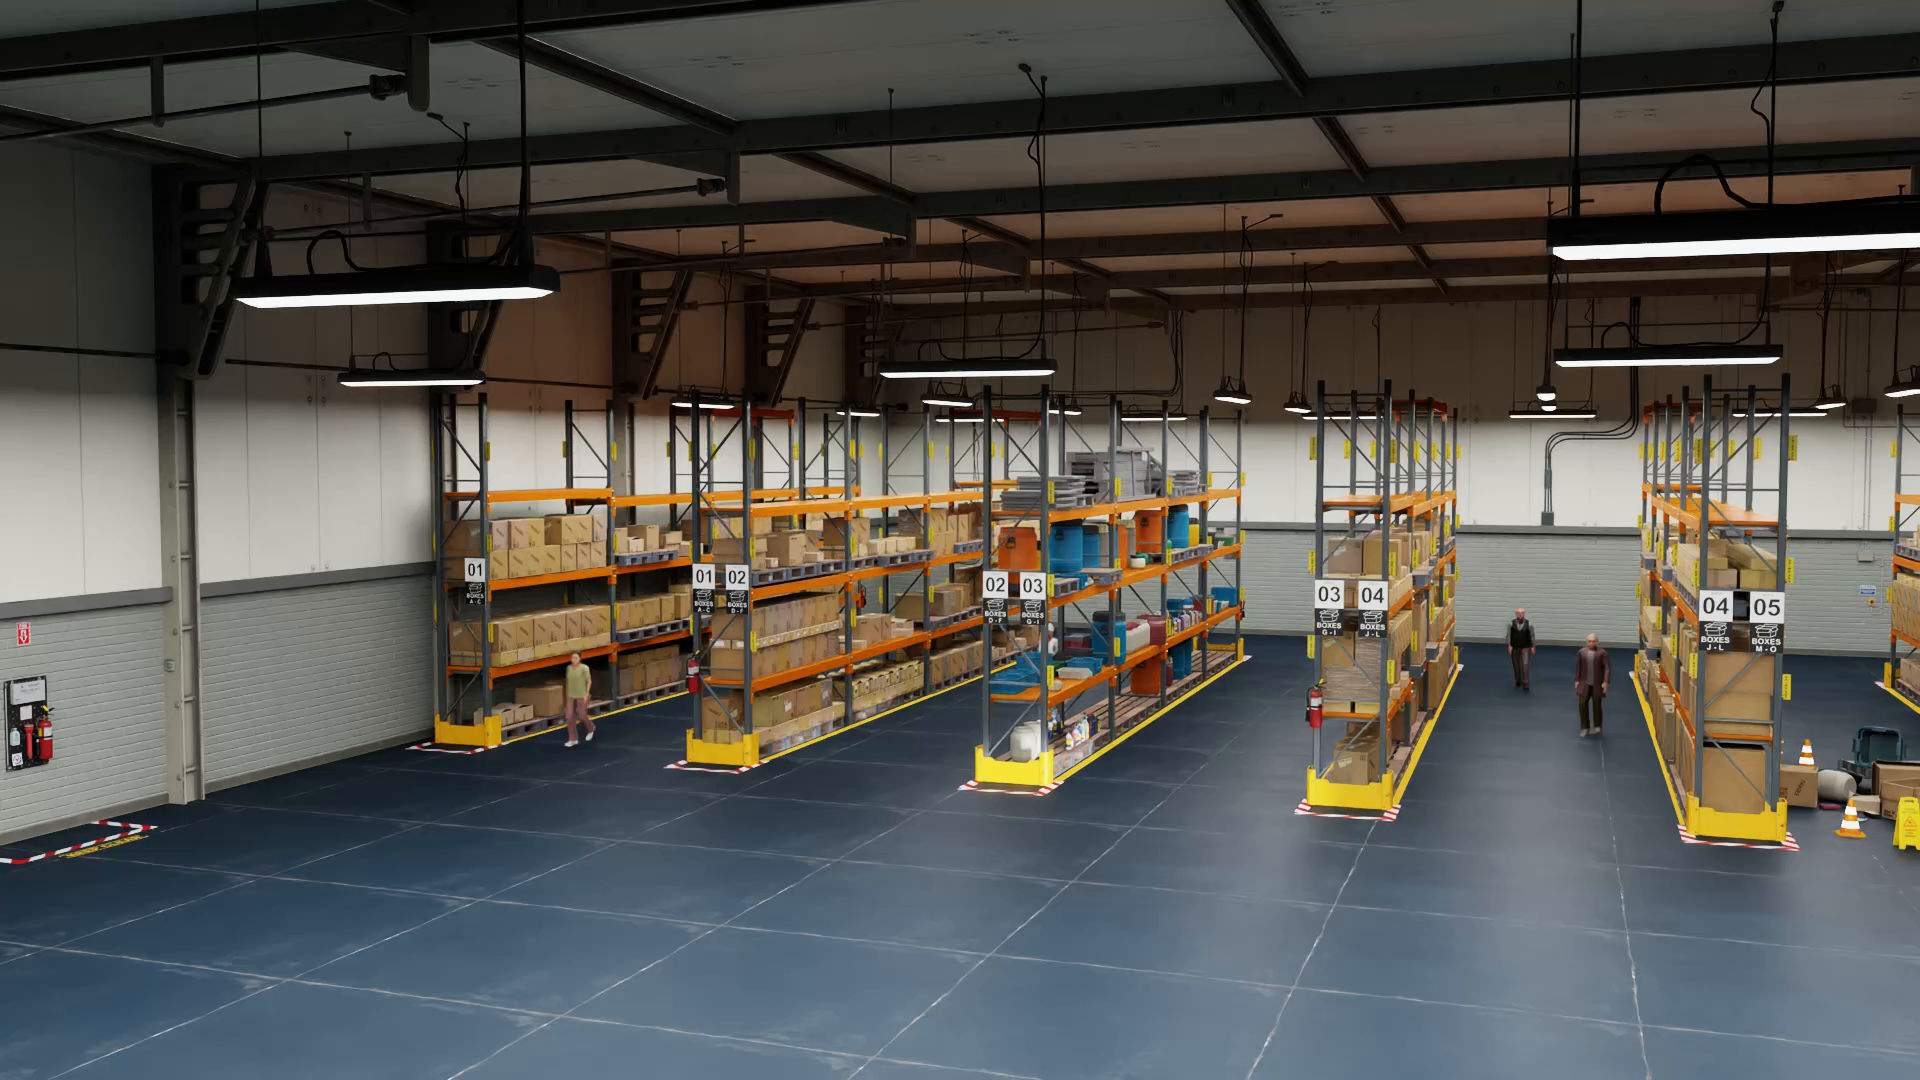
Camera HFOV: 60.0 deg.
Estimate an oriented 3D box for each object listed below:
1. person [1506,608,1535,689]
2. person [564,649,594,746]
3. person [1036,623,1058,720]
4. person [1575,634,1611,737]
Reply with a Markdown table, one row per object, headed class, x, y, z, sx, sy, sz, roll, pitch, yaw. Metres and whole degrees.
| class | x | y | z | sx | sy | sz | roll | pitch | yaw |
| --- | --- | --- | --- | --- | --- | --- | --- | --- | --- |
| person | 11.780 | 2.273 | 34.978 | 0.570 | 1.675 | 0.960 | 2 | 3 | 26 |
| person | -6.503 | 2.673 | 28.417 | 0.500 | 1.653 | 0.590 | 1 | 3 | 10 |
| person | 1.653 | 2.480 | 31.012 | 0.618 | 1.854 | 0.507 | 3 | 4 | 40 |
| person | 11.163 | 2.567 | 29.366 | 0.651 | 1.827 | 0.659 | 2 | 4 | 36 |
